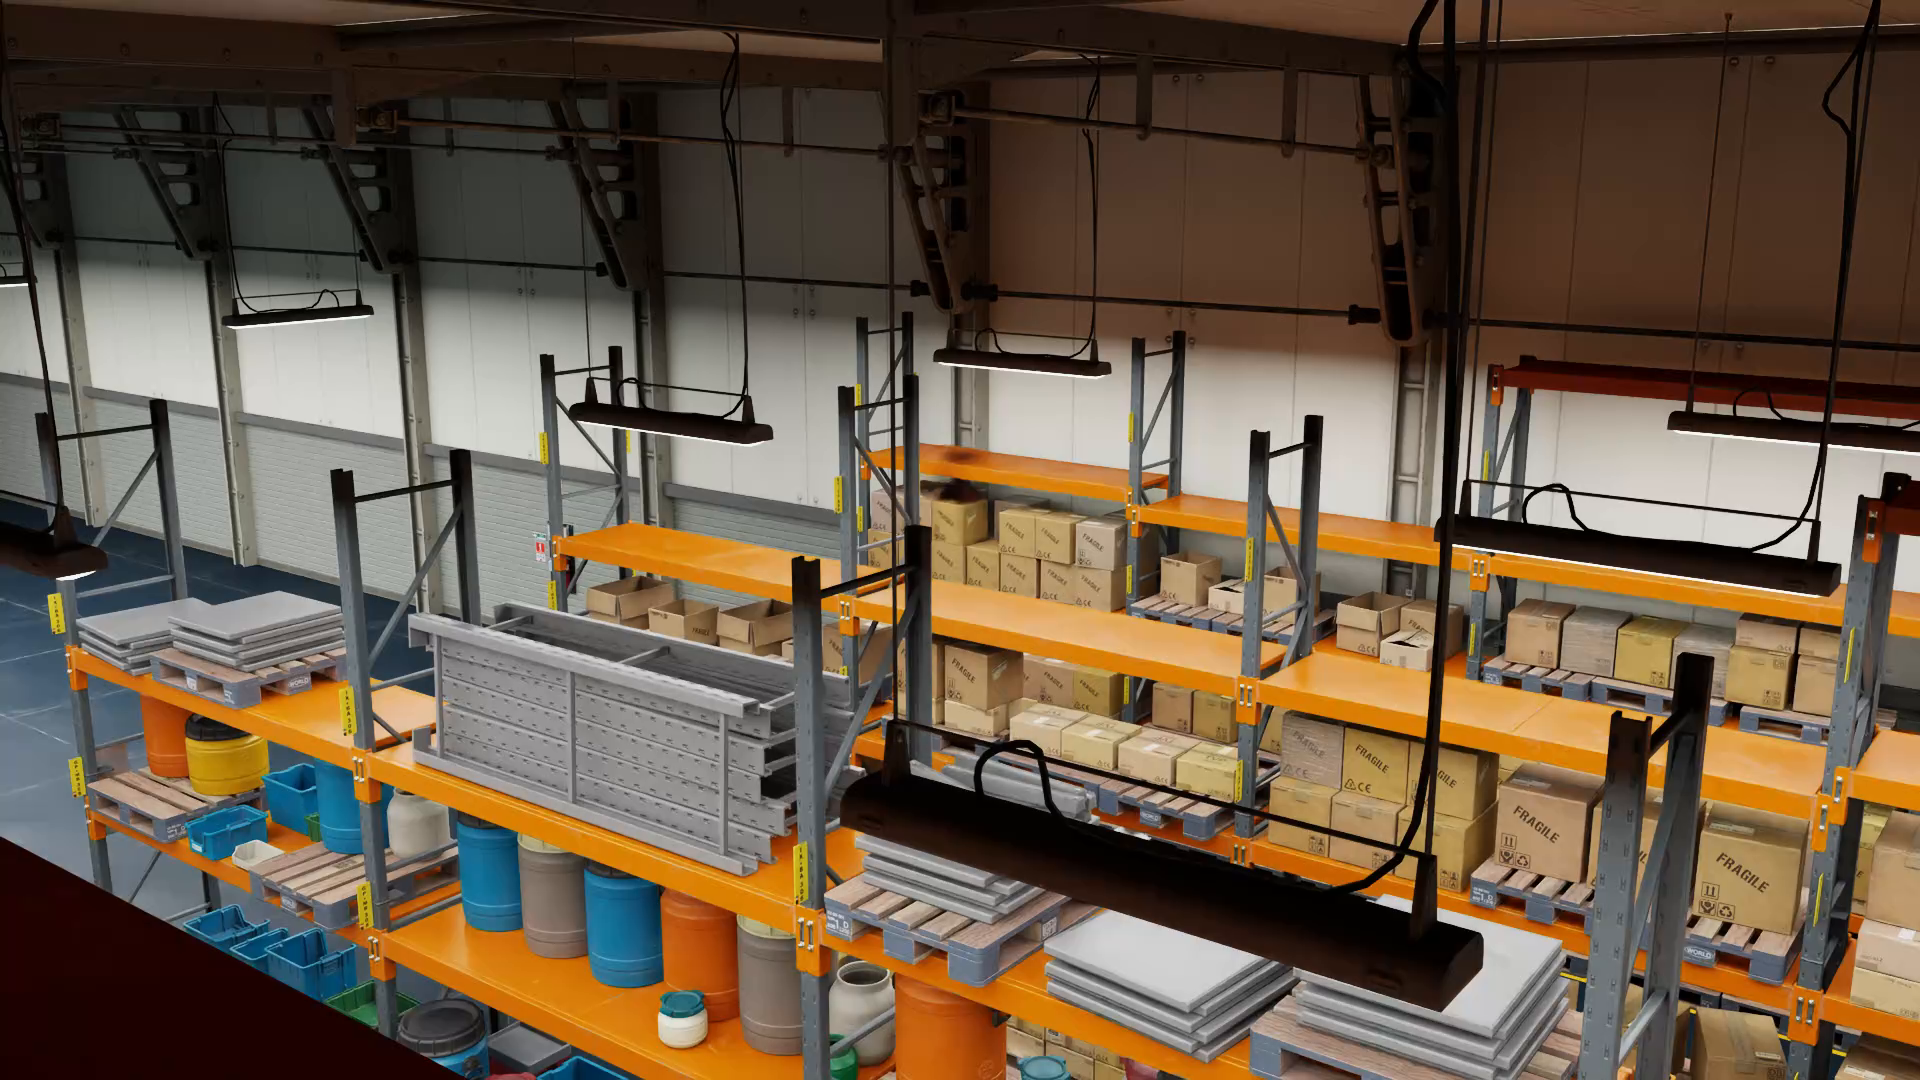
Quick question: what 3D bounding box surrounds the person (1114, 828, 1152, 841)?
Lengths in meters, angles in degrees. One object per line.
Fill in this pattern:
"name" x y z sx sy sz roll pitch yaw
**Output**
"person" 1.714 3.433 16.516 0.603 1.787 0.389 9 16 34
